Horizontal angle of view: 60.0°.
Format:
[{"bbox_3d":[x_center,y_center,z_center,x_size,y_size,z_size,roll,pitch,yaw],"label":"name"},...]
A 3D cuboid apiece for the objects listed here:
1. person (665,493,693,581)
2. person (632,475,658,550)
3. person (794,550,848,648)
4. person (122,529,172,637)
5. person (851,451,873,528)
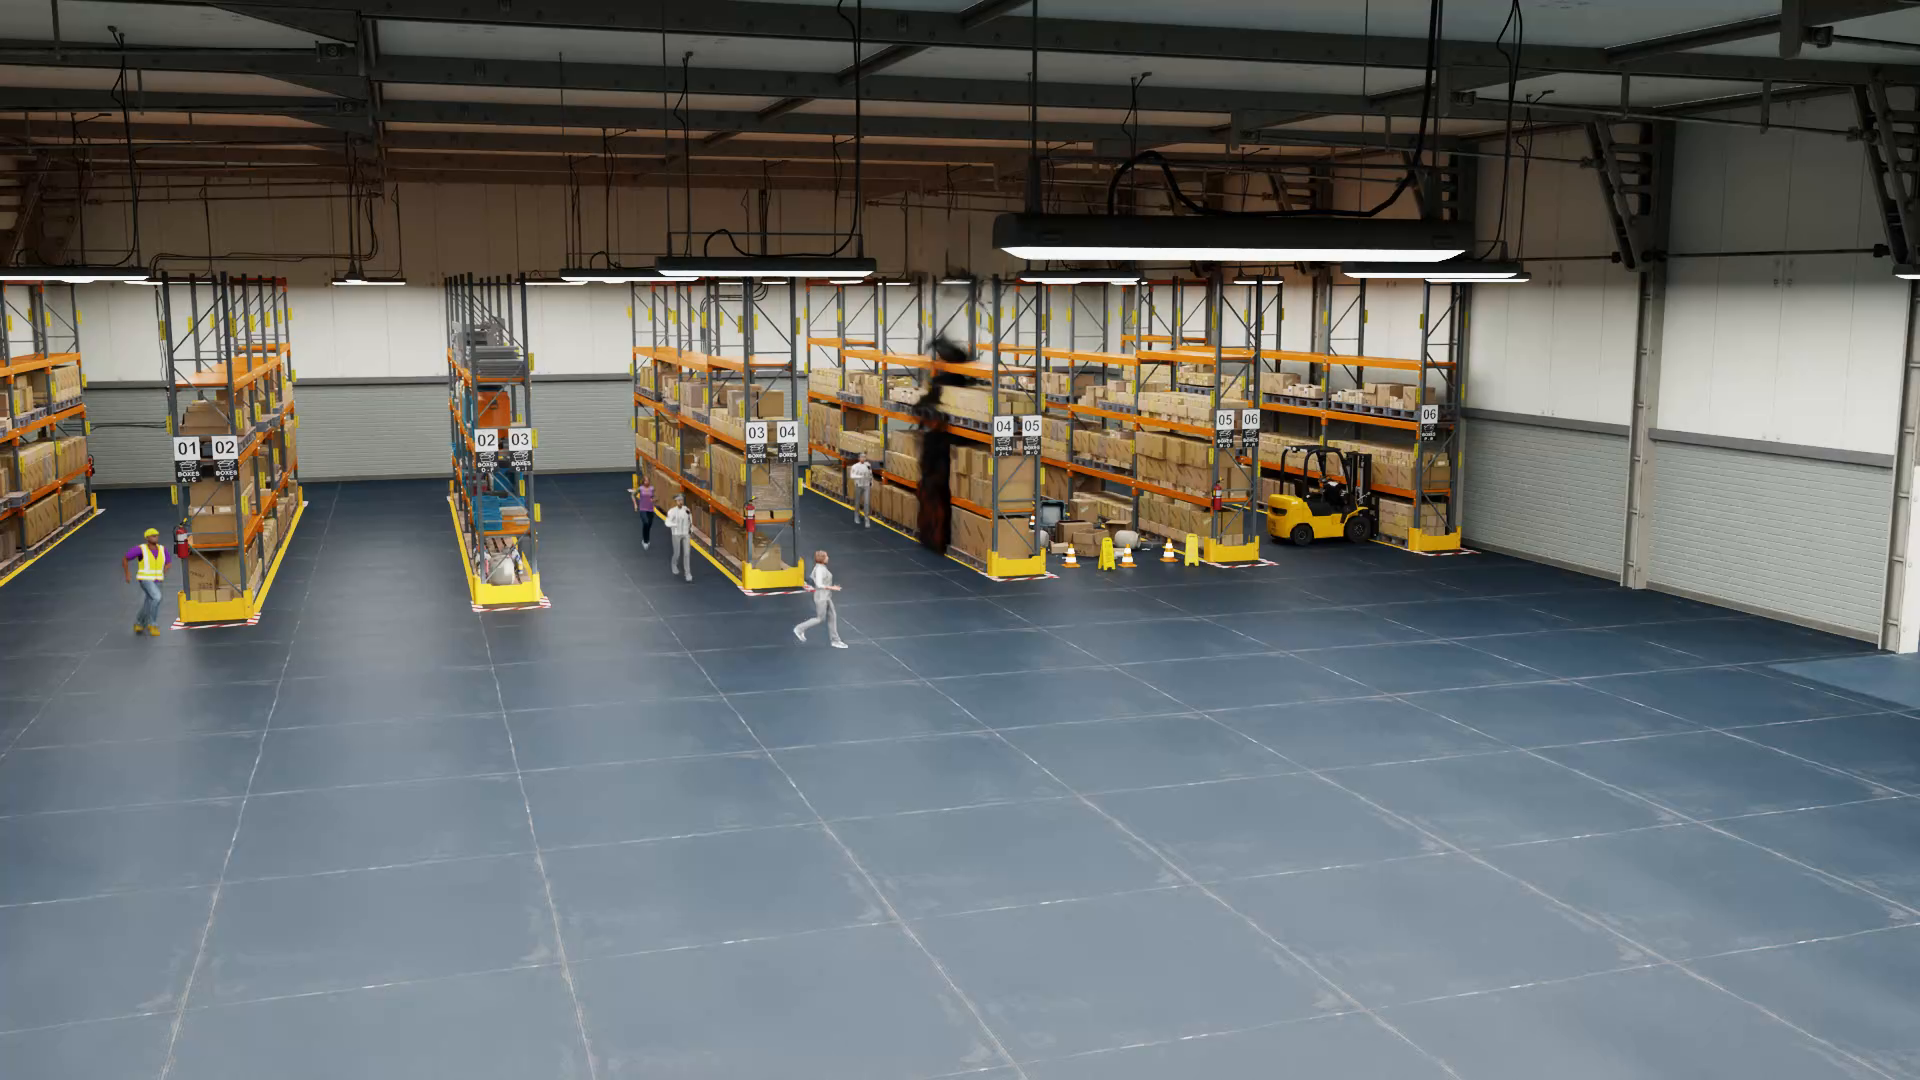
[{"bbox_3d":[-5.528,-0.087,32.899,0.612,1.701,0.920,-4,10,-26],"label":"person"},{"bbox_3d":[-6.949,-0.611,36.819,0.503,1.644,0.710,-5,10,-31],"label":"person"},{"bbox_3d":[-2.222,0.947,26.521,0.869,1.591,0.545,1,9,3],"label":"person"},{"bbox_3d":[-13.469,0.684,27.733,0.723,1.745,0.712,5,10,28],"label":"person"},{"bbox_3d":[-2.257,-1.186,38.309,0.578,1.754,0.801,-3,9,-18],"label":"person"}]
